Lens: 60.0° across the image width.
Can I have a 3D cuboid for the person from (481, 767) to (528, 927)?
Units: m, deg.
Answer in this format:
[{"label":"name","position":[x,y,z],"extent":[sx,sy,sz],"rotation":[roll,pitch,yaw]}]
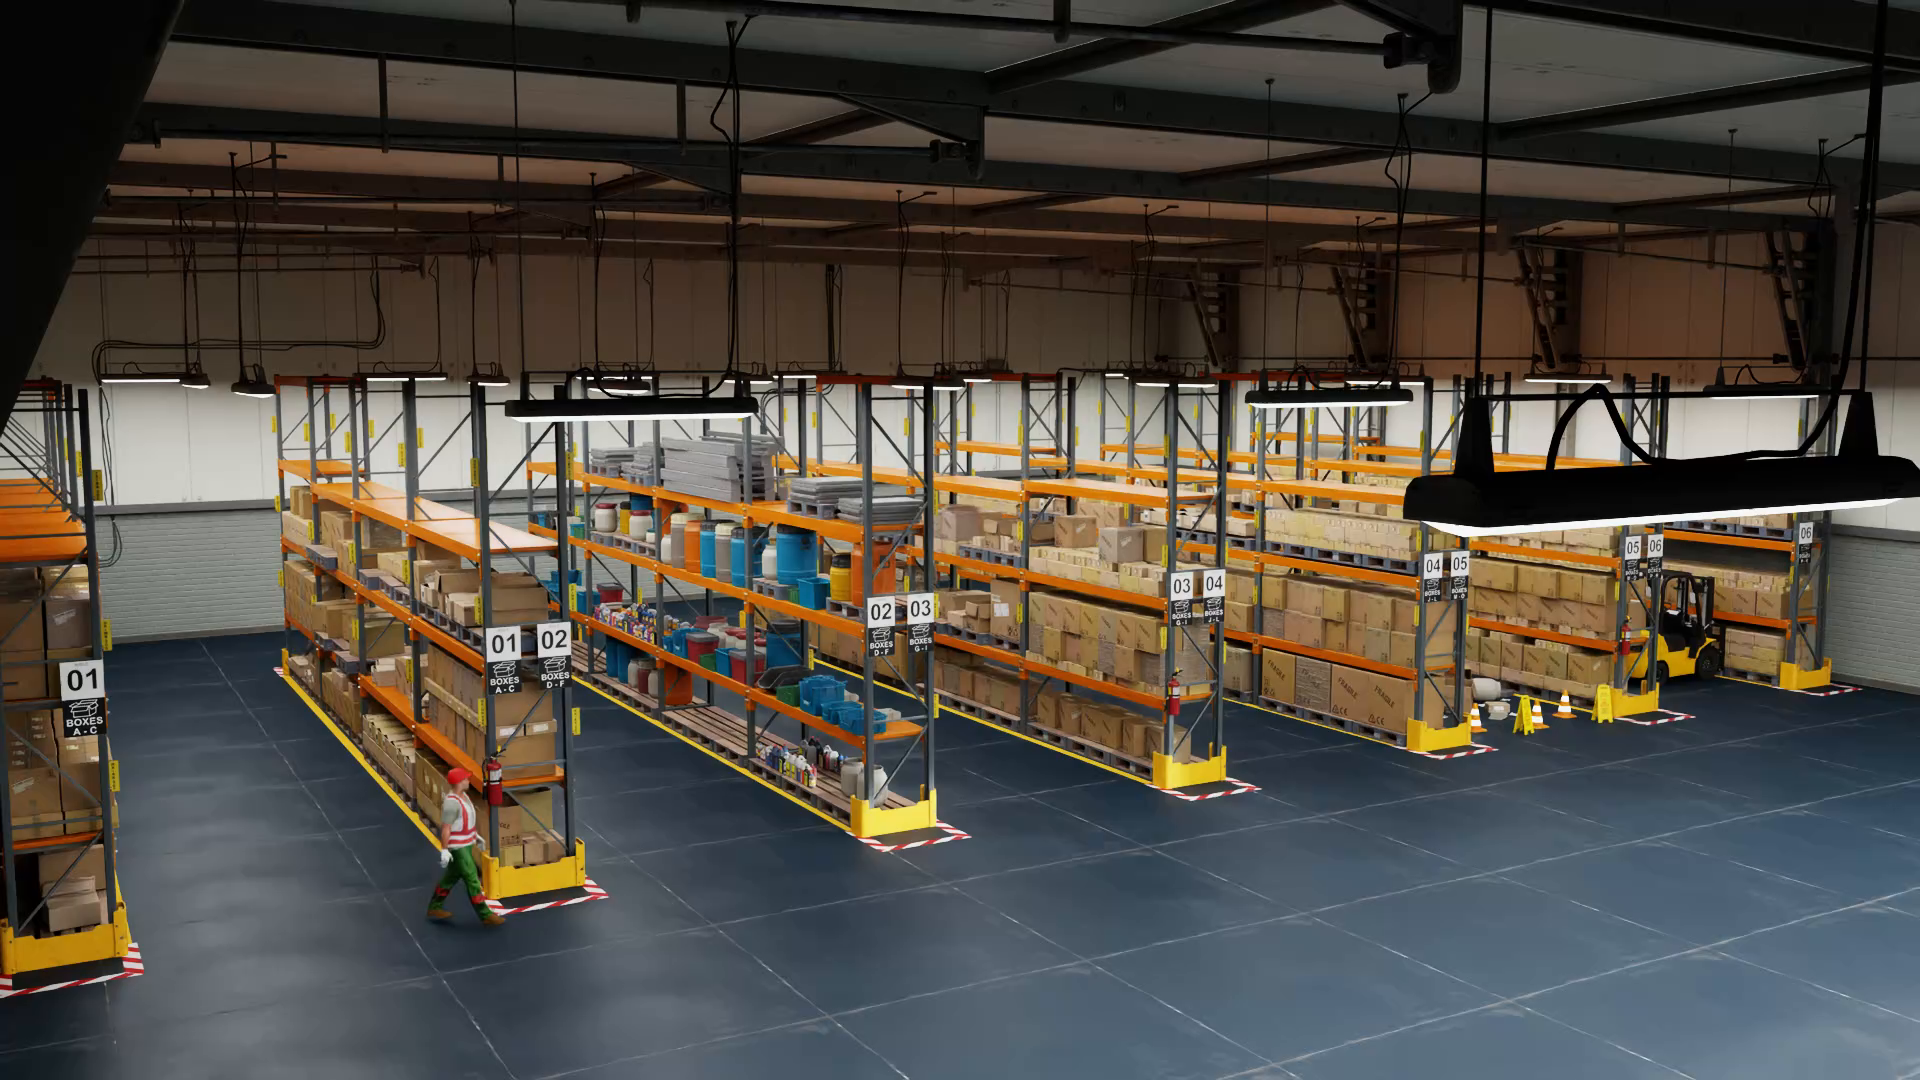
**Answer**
[{"label":"person","position":[-5.113,3.403,18.507],"extent":[0.491,1.783,0.500],"rotation":[0,6,3]}]
